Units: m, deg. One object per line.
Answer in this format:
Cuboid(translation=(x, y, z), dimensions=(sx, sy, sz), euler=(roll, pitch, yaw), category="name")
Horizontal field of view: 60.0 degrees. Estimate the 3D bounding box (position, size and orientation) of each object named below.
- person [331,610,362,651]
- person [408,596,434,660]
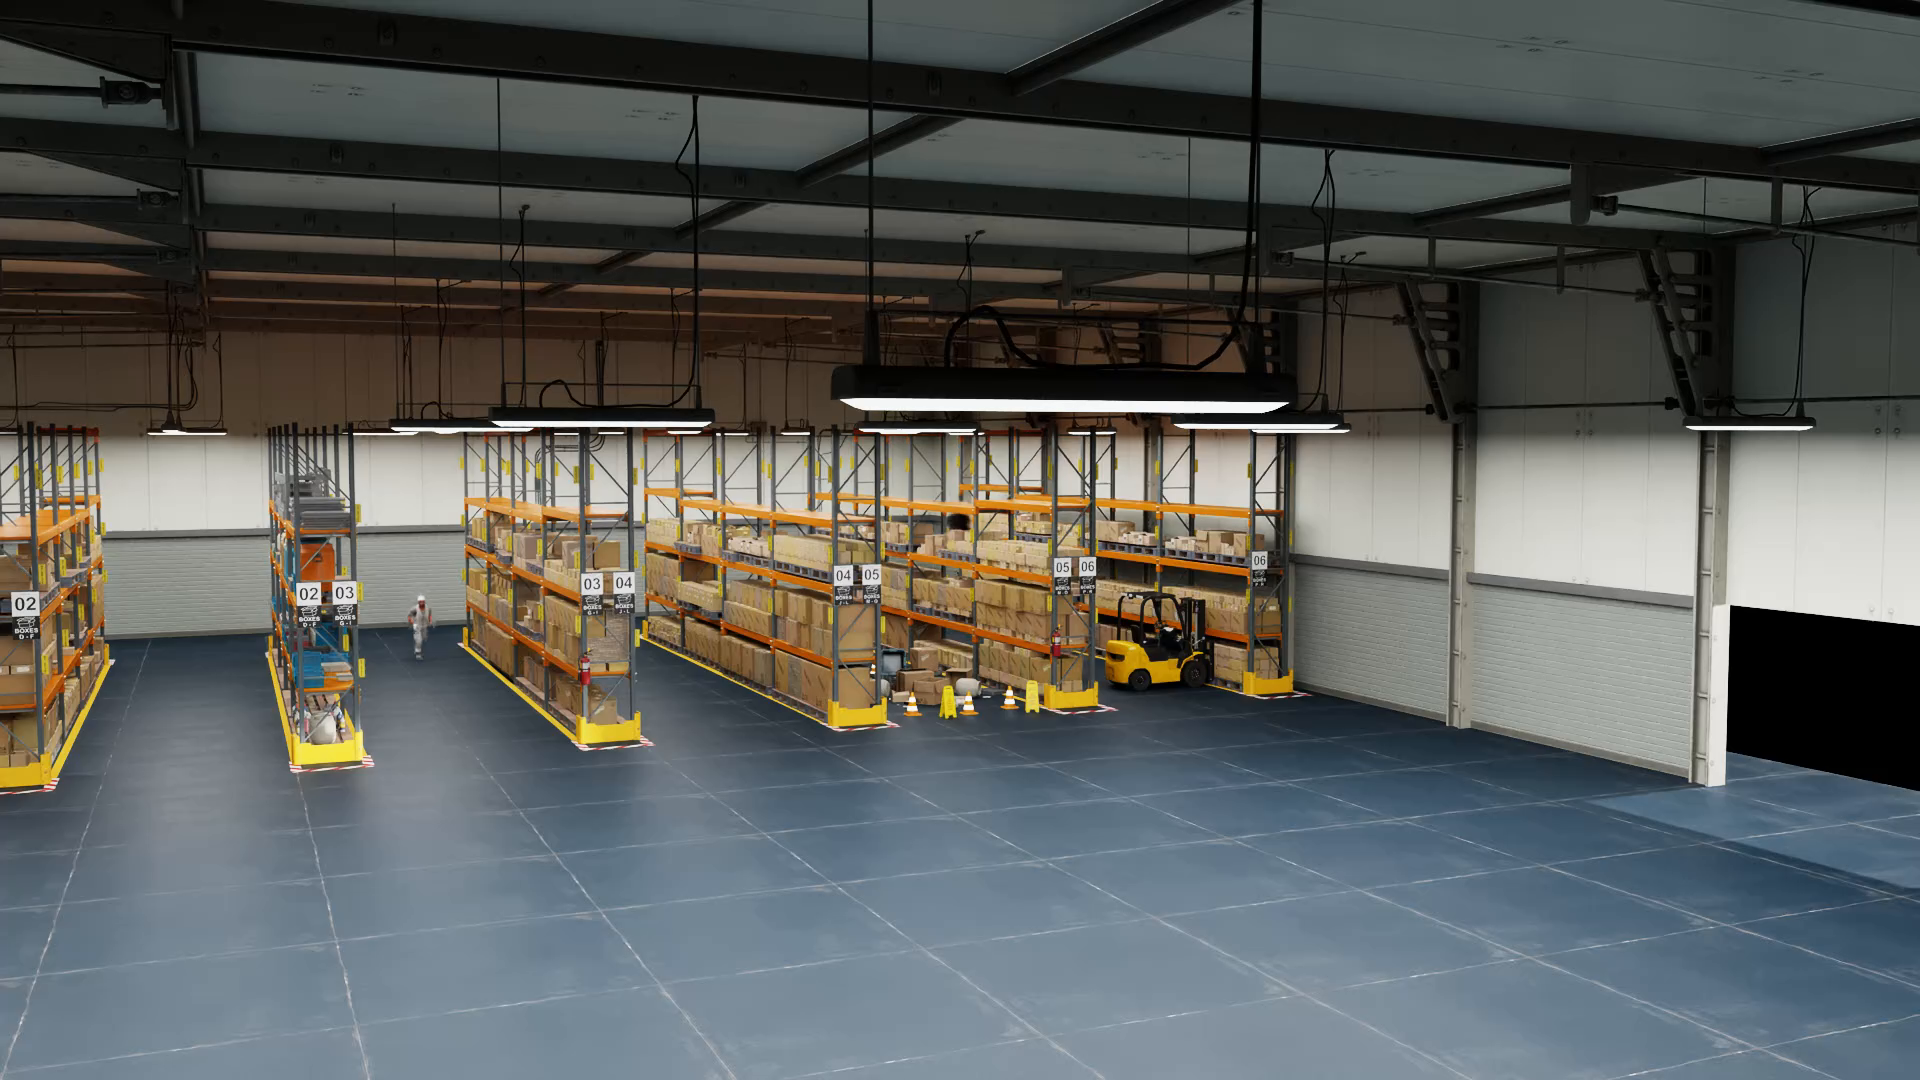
Cuboid(translation=(-16.659, 2.111, 44.931), dimensions=(0.983, 1.755, 0.698), euler=(1, 4, 22), category="person")
Cuboid(translation=(-13.960, 2.259, 42.932), dimensions=(0.874, 1.694, 0.657), euler=(3, 5, 43), category="person")
